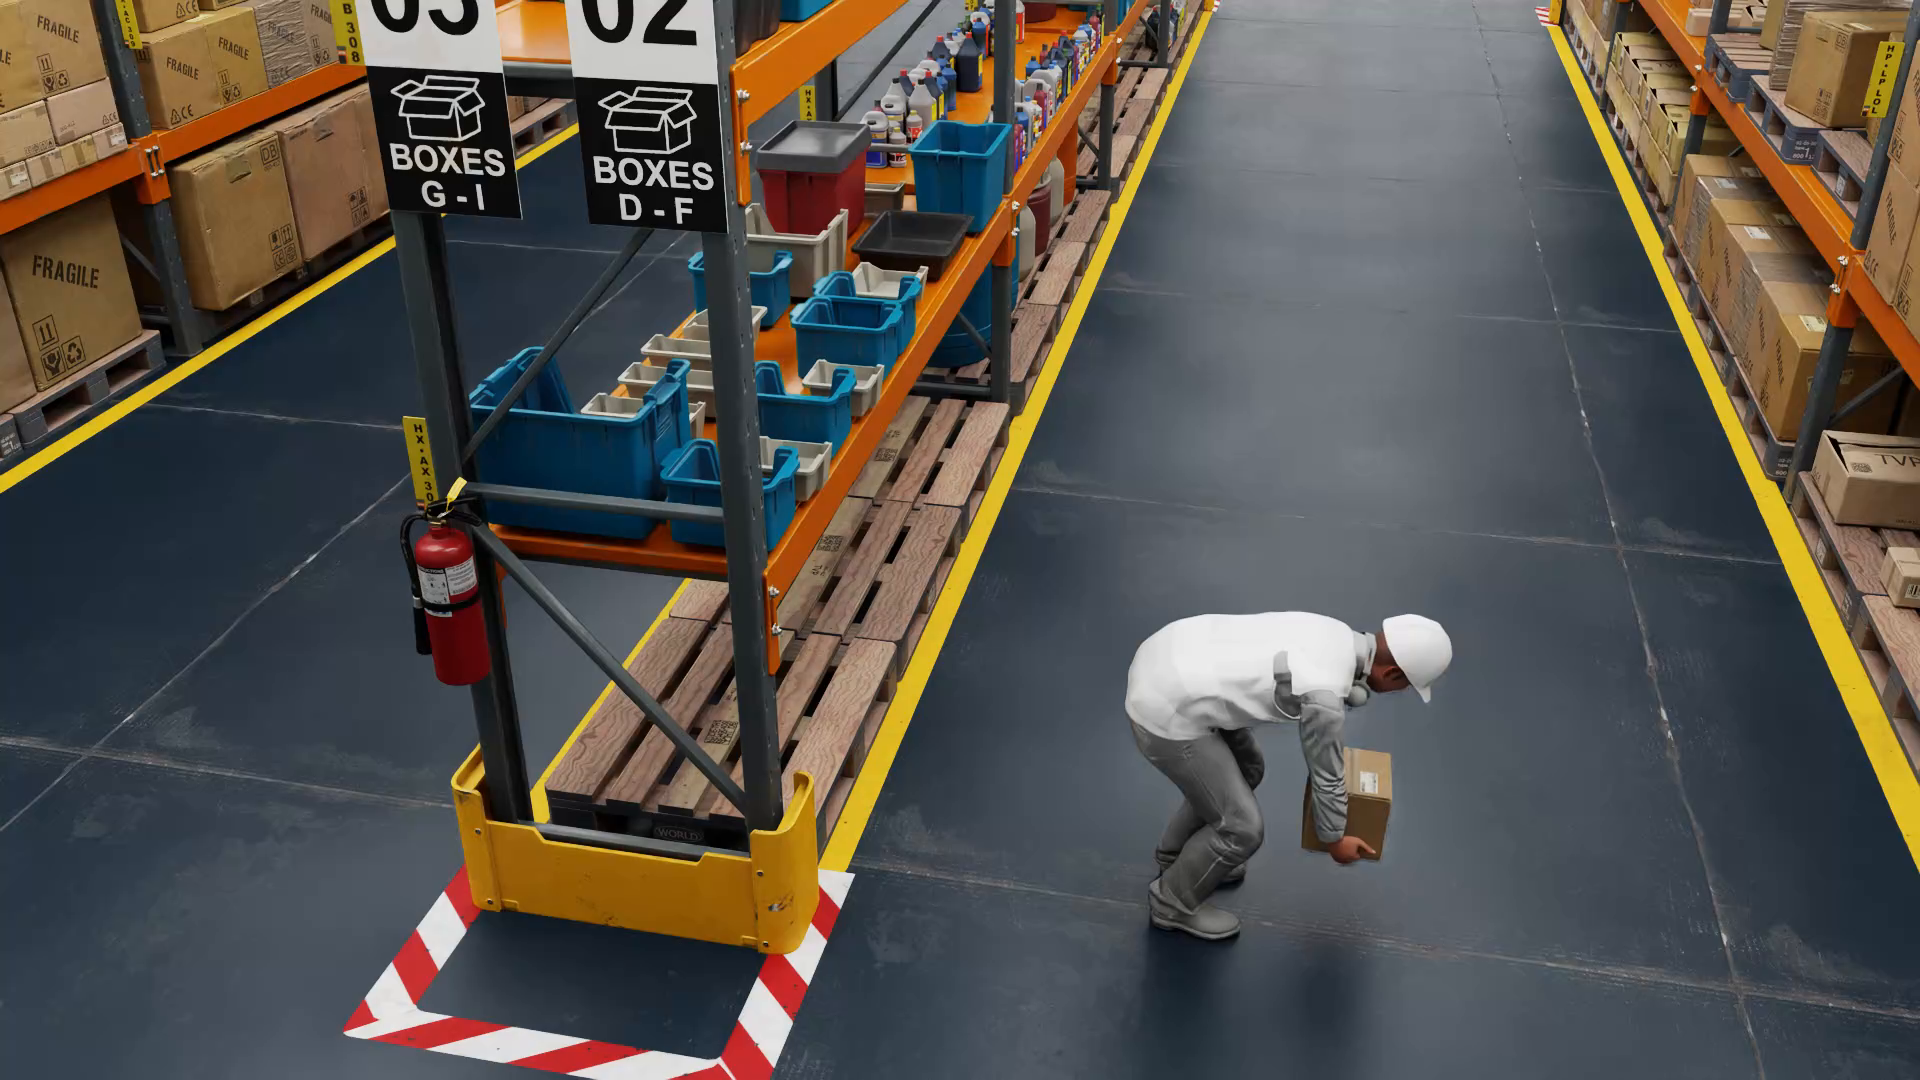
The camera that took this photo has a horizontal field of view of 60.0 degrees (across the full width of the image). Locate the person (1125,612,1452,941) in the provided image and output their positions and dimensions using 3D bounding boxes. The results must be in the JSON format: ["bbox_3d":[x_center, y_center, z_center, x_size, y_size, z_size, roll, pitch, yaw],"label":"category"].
[{"bbox_3d":[1.019,0.730,5.386,0.985,1.178,0.492,5,29,8],"label":"person"}]
